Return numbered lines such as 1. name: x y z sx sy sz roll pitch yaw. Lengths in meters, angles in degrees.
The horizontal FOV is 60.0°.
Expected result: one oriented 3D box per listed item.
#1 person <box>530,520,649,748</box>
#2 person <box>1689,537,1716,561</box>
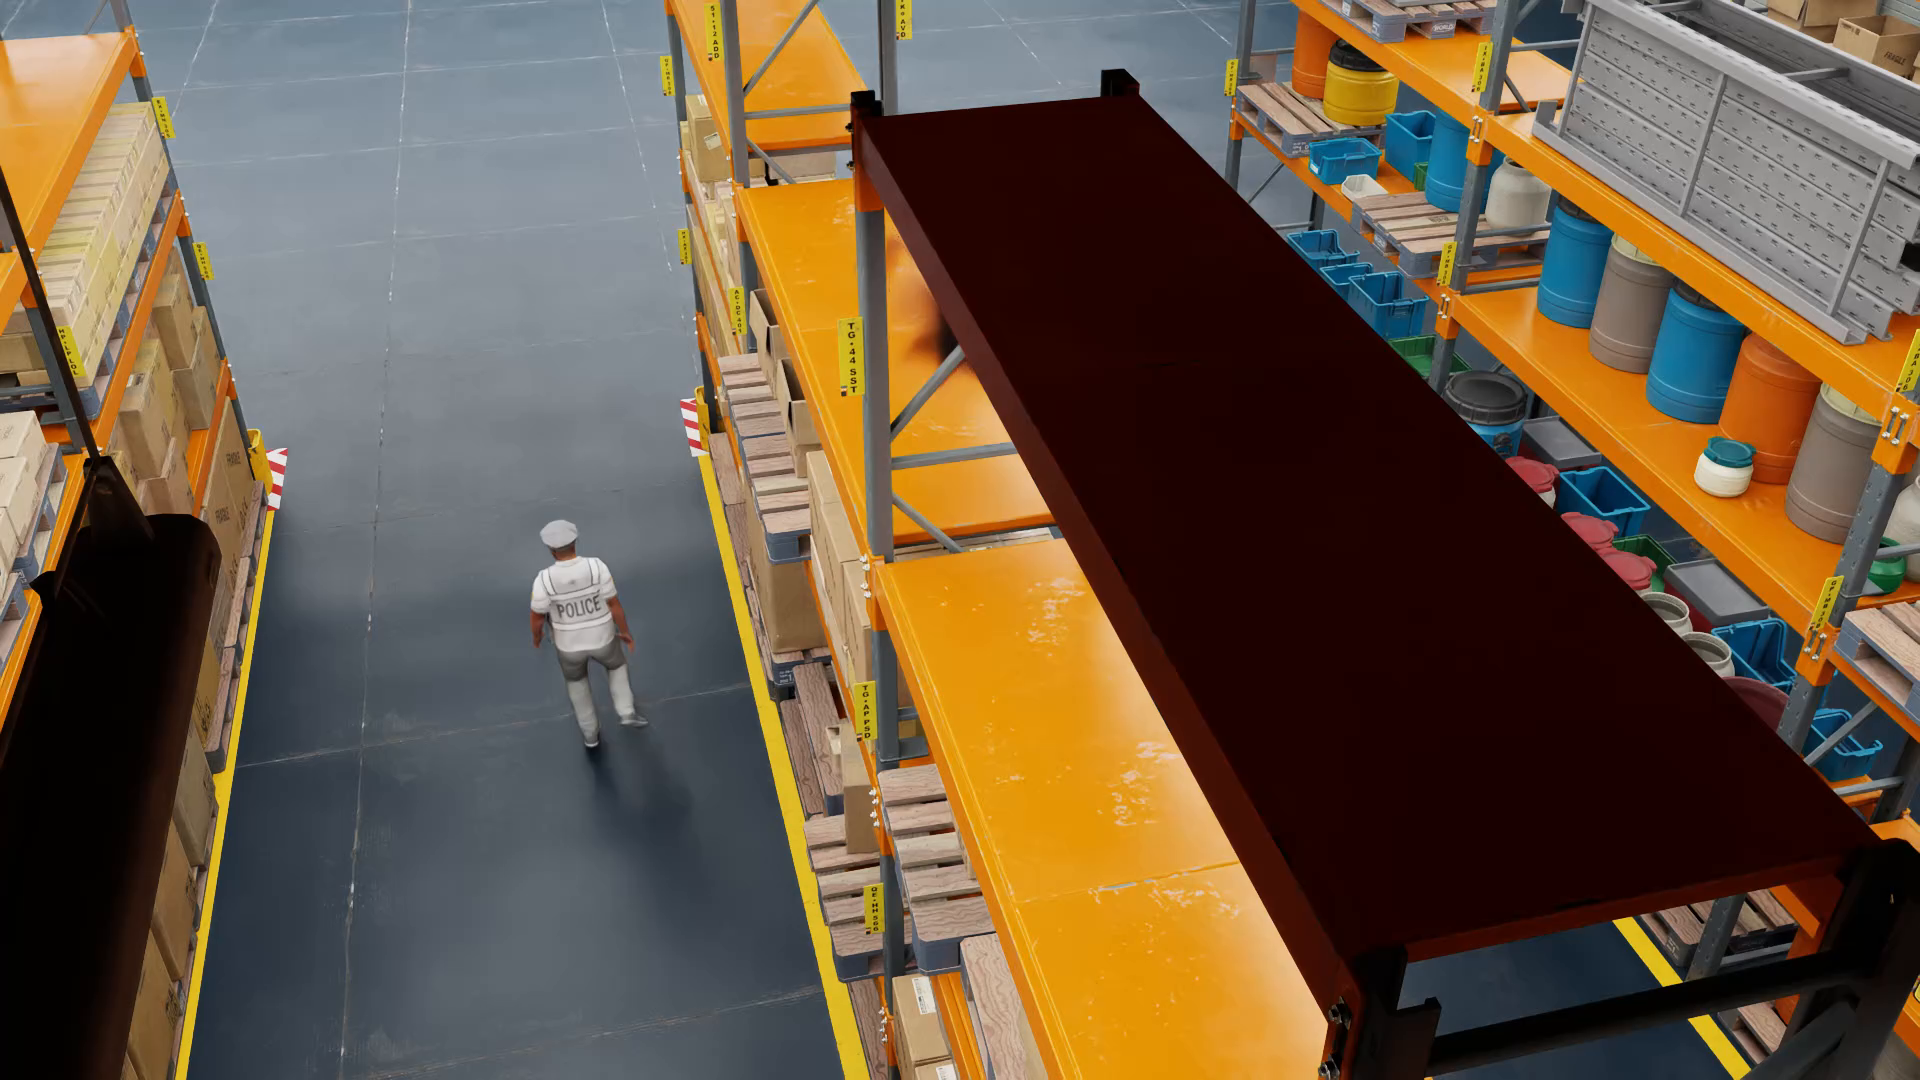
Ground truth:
1. person: -2.608 0.700 11.557 0.688 1.683 0.618 -11 36 -15
2. person: 5.865 0.091 12.522 0.611 1.648 0.751 -16 37 -22
